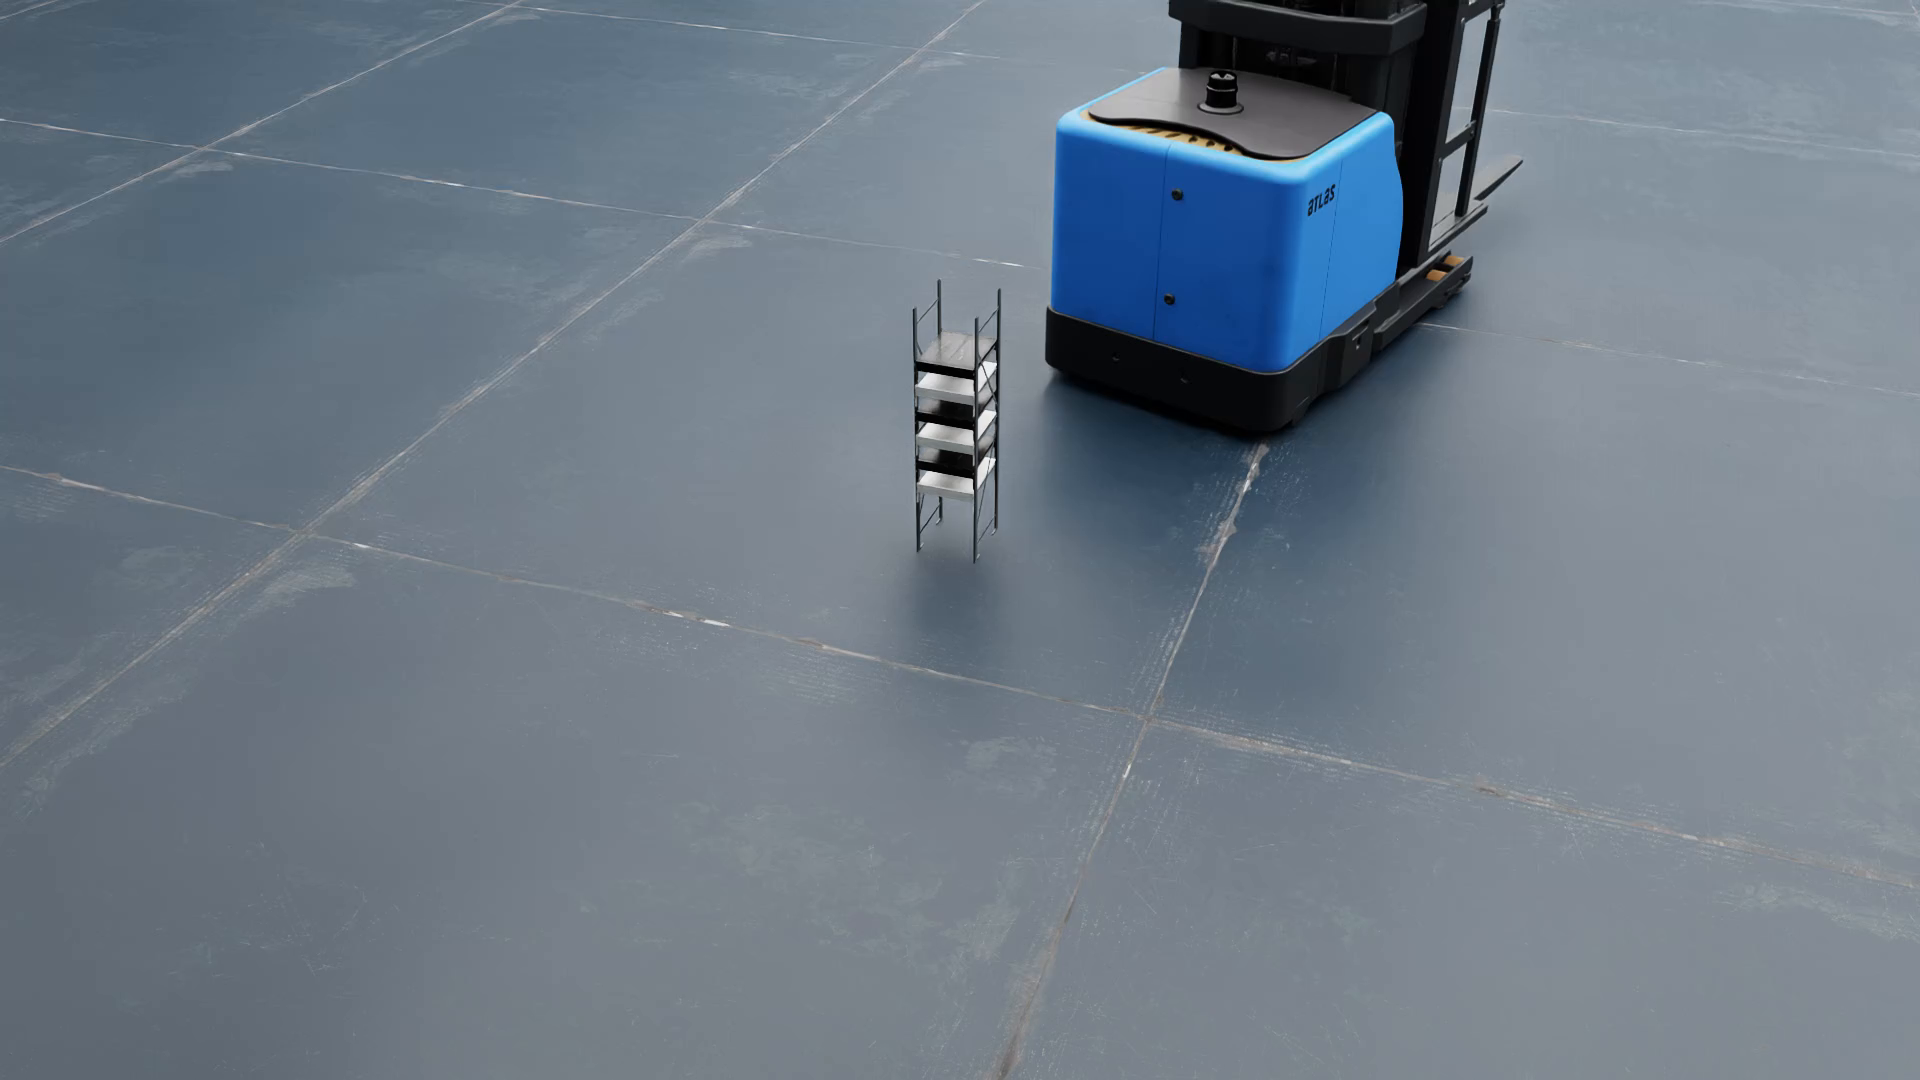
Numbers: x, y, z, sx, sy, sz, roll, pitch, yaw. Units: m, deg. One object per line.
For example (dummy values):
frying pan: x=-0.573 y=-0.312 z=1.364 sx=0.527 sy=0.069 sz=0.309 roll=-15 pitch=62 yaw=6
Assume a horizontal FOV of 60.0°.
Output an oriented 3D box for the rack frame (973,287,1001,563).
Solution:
rack frame: x=0.088 y=-0.361 z=5.416 sx=0.006 sy=0.900 sz=0.240 roll=11 pitch=34 yaw=16

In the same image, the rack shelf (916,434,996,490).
rack shelf: x=-0.008 y=-0.276 z=5.512 sx=0.200 sy=0.077 sz=0.258 roll=11 pitch=34 yaw=16

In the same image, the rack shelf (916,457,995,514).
rack shelf: x=-0.008 y=-0.200 z=5.560 sx=0.200 sy=0.077 sz=0.258 roll=11 pitch=34 yaw=16

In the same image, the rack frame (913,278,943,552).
rack frame: x=-0.103 y=-0.398 z=5.473 sx=0.006 sy=0.900 sz=0.240 roll=11 pitch=34 yaw=16

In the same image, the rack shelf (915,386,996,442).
rack shelf: x=-0.008 y=-0.427 z=5.414 sx=0.200 sy=0.077 sz=0.258 roll=11 pitch=34 yaw=16

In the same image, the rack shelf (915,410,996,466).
rack shelf: x=-0.008 y=-0.352 z=5.463 sx=0.200 sy=0.077 sz=0.258 roll=11 pitch=34 yaw=16

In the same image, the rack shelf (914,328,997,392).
rack shelf: x=-0.008 y=-0.578 z=5.316 sx=0.200 sy=0.077 sz=0.258 roll=11 pitch=34 yaw=16

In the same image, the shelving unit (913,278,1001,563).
shelving unit: x=-0.008 y=-0.380 z=5.445 sx=0.210 sy=0.900 sz=0.258 roll=11 pitch=34 yaw=16

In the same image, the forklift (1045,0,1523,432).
forklift: x=1.616 y=-2.380 z=6.671 sx=1.130 sy=2.935 sz=3.031 roll=22 pitch=39 yaw=30

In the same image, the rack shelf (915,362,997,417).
rack shelf: x=-0.008 y=-0.503 z=5.365 sx=0.200 sy=0.077 sz=0.258 roll=11 pitch=34 yaw=16
